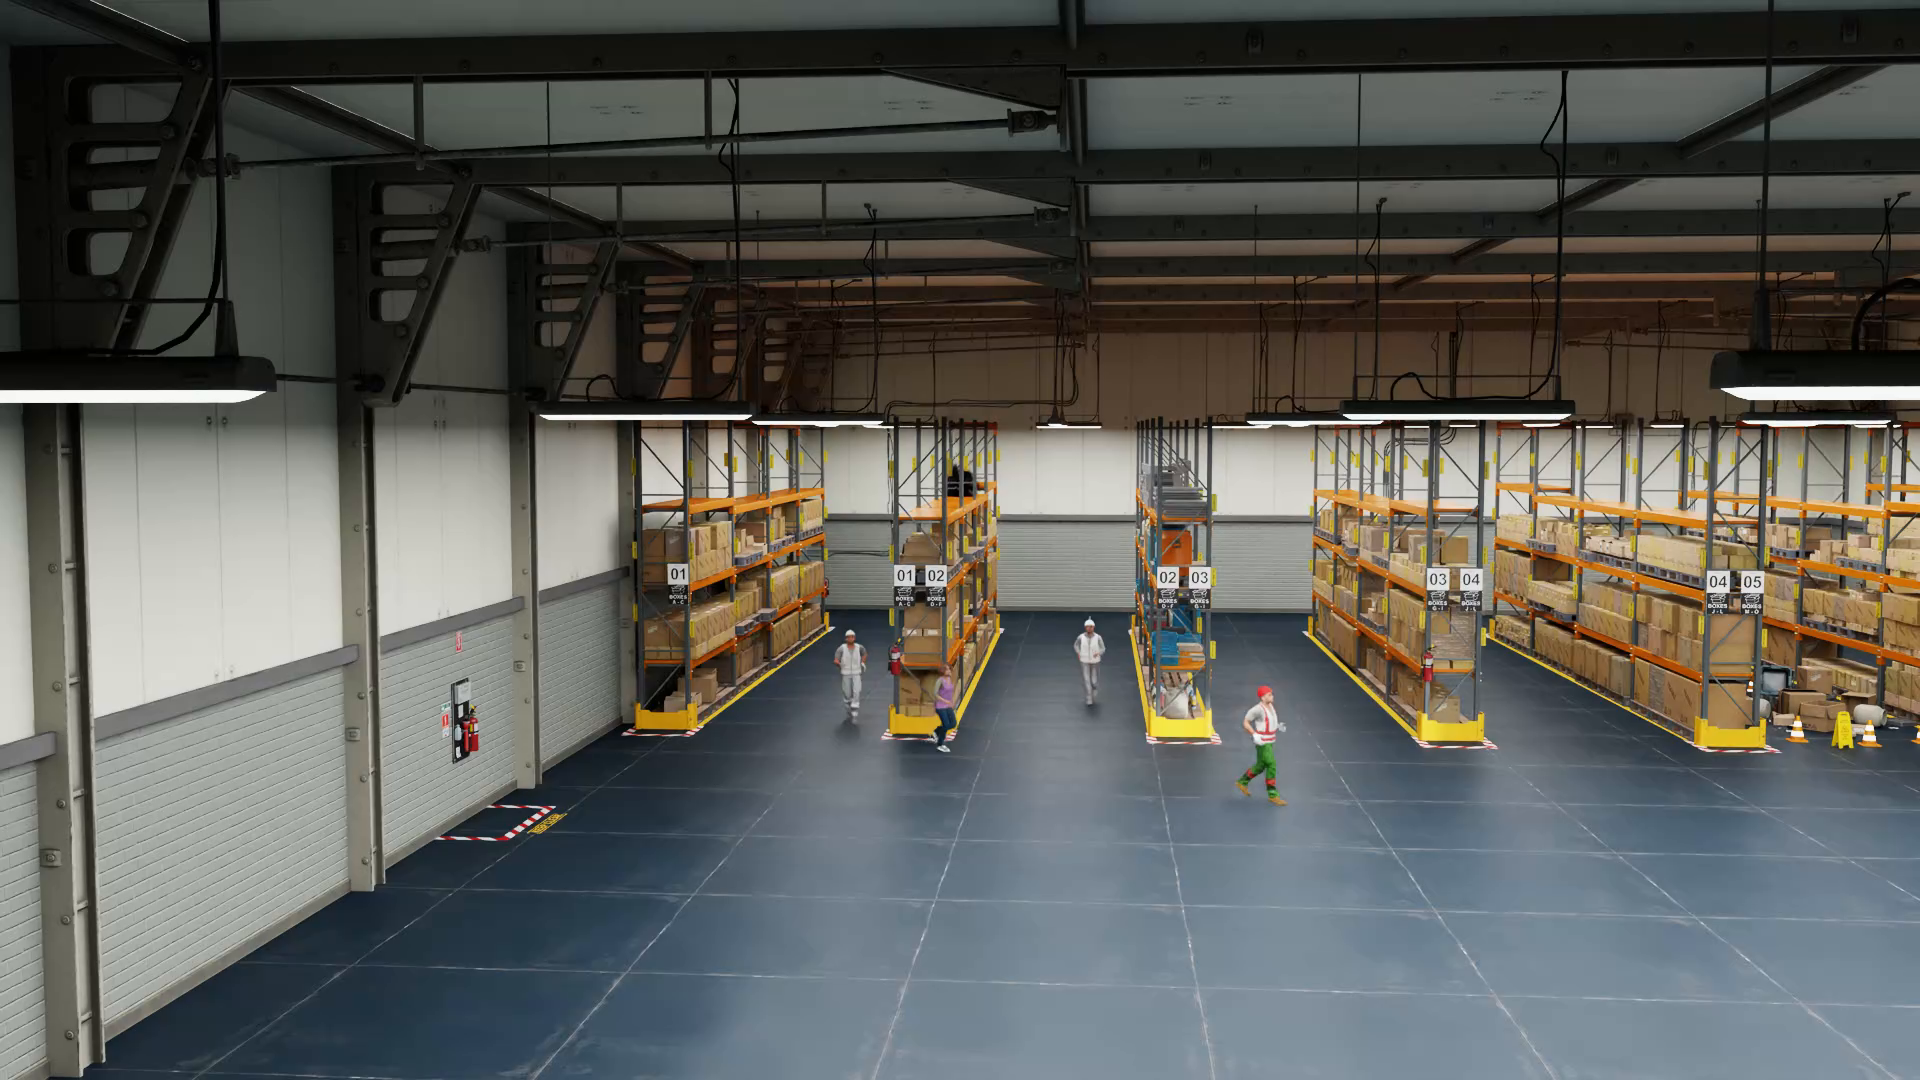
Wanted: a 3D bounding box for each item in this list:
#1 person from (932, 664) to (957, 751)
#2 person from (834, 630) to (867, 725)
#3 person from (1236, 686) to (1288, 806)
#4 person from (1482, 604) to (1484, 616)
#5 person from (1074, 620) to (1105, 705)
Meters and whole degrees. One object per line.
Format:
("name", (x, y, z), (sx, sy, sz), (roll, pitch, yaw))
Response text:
("person", (-0.304, 3.048, 29.801), (0.540, 1.475, 0.559), (2, 4, 32))
("person", (-2.153, 2.671, 32.787), (0.653, 1.799, 0.987), (0, 4, -6))
("person", (4.656, 3.129, 25.593), (0.900, 1.796, 0.641), (2, 4, 33))
("person", (13.325, 2.092, 43.242), (0.586, 1.632, 0.529), (1, 4, 14))
("person", (2.721, 2.555, 34.970), (0.671, 1.758, 0.796), (0, 4, 5))
